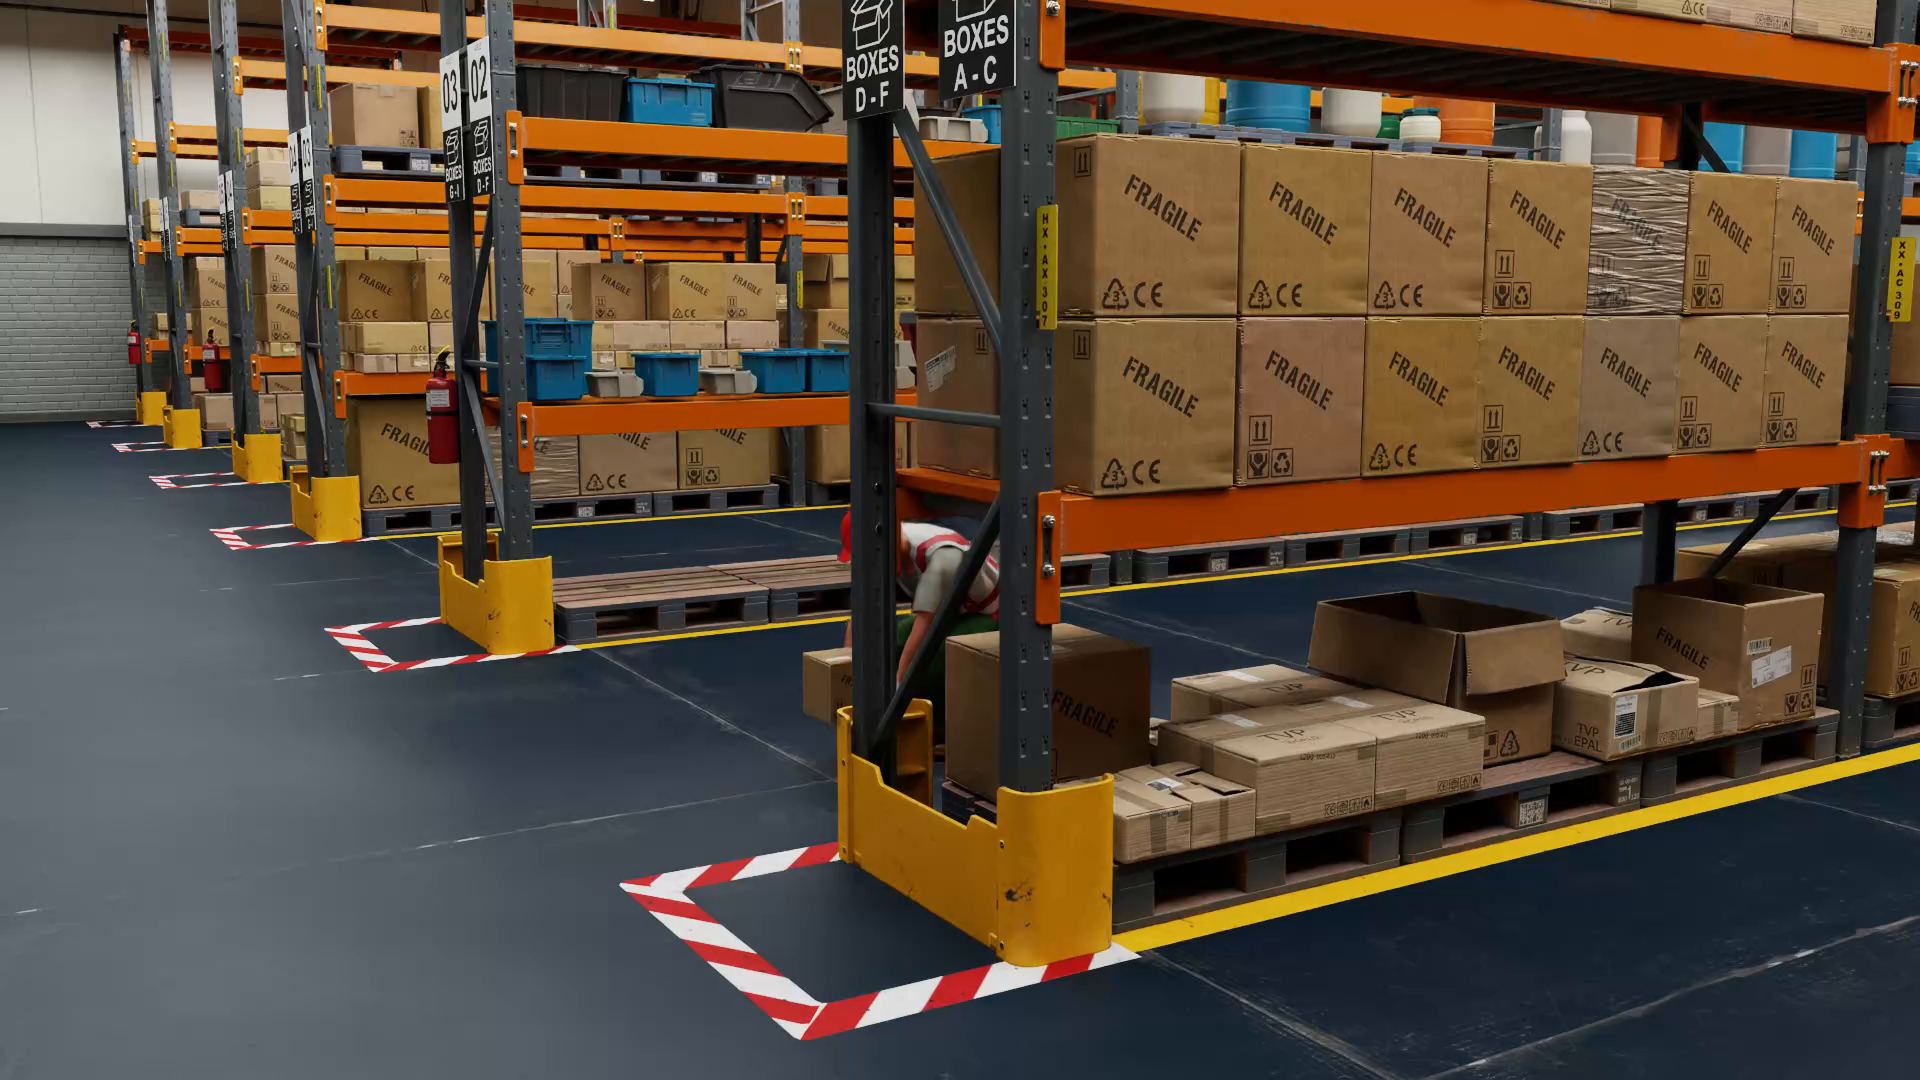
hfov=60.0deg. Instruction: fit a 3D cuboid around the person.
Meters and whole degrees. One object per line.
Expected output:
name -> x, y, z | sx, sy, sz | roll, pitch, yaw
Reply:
person -> -0.116, 0.355, 6.796 | 0.863, 1.073, 0.578 | -5, 9, -31
